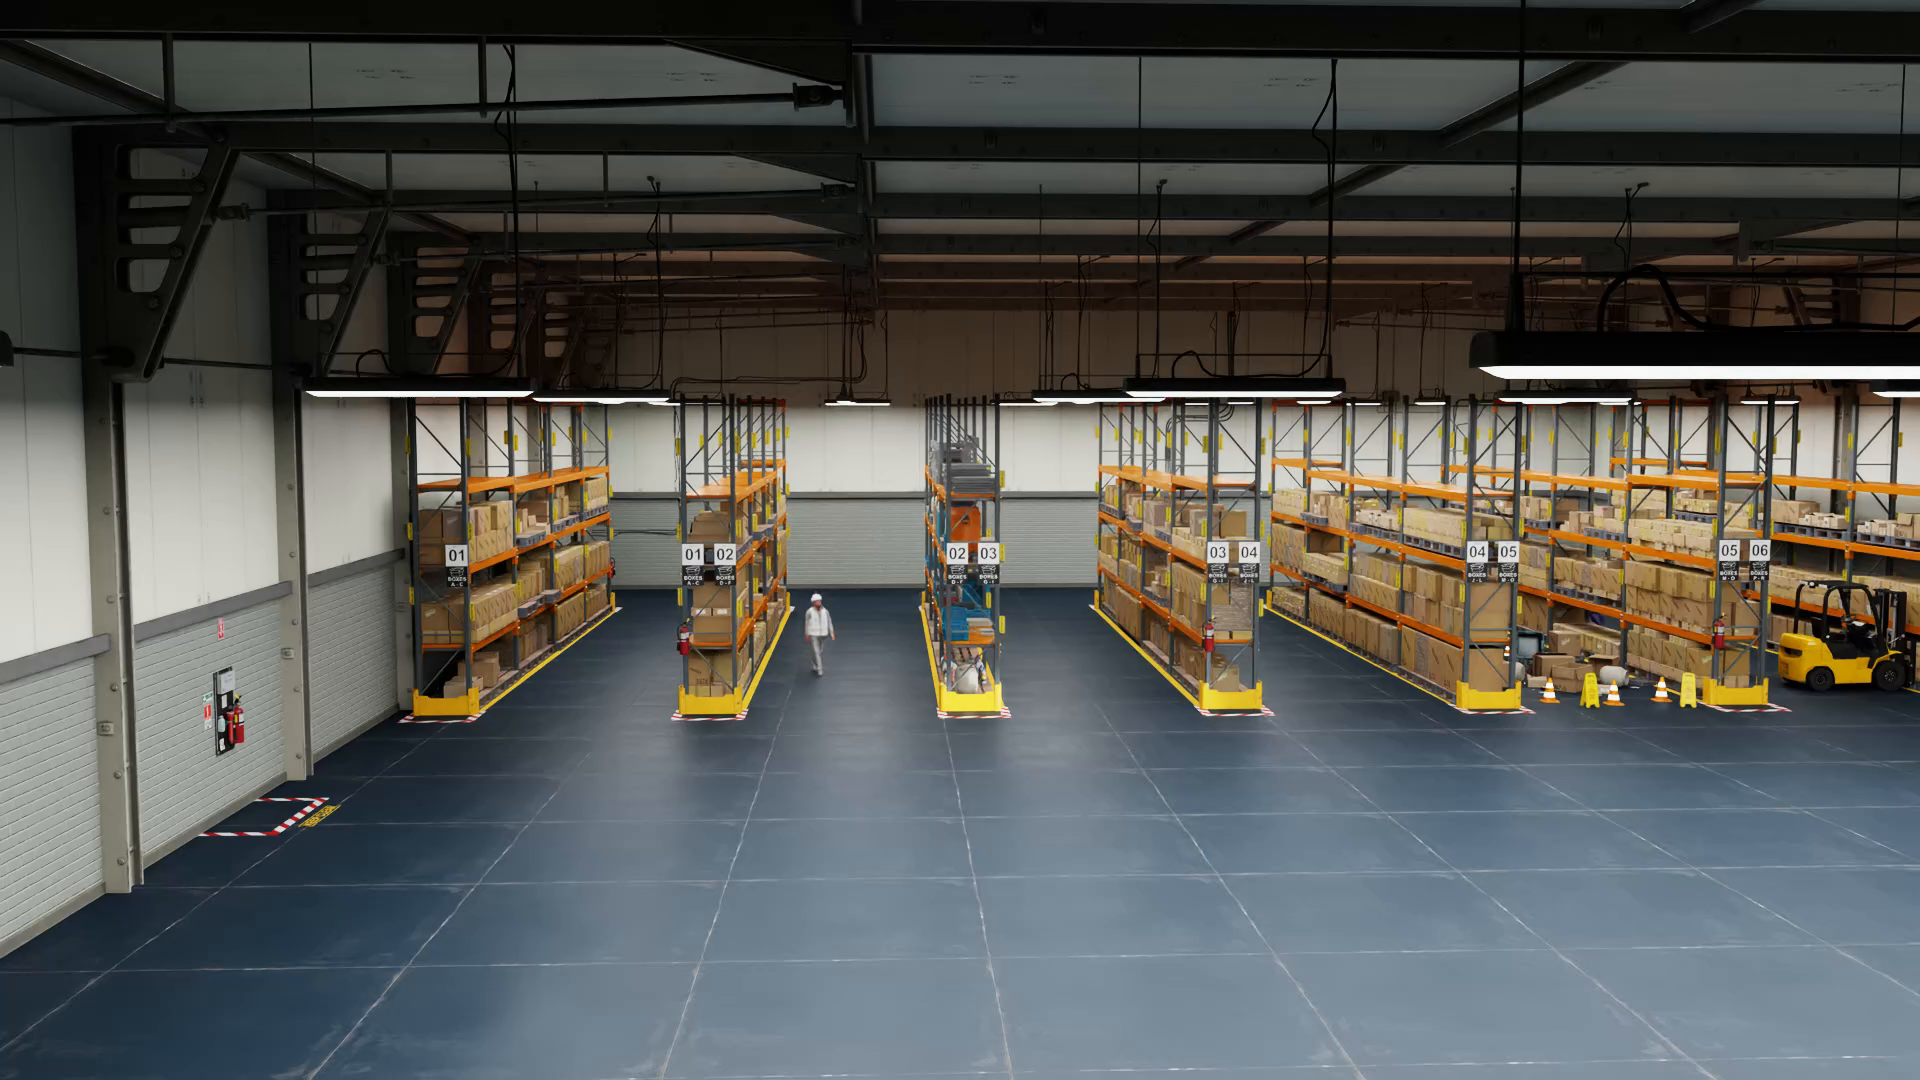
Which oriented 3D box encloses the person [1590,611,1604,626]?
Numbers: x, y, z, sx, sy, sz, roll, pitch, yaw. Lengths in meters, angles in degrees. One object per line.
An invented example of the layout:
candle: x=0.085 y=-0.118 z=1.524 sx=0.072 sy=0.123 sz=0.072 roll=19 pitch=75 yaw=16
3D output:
person: x=16.361 y=1.576 z=42.491 sx=0.541 sy=1.620 sz=0.573 roll=-2 pitch=5 yaw=-19

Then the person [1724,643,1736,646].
person: x=16.870 y=2.082 z=36.237 sx=0.483 sy=1.572 sz=0.585 roll=-2 pitch=5 yaw=-23

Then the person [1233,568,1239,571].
person: x=7.832 y=1.240 z=46.688 sx=0.618 sy=1.600 sz=0.732 roll=1 pitch=5 yaw=7

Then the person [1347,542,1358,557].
person: x=12.237 y=0.843 z=51.705 sx=0.730 sy=1.563 sz=0.415 roll=-1 pitch=5 yaw=-14

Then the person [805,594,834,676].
person: x=-3.015 y=2.026 z=35.743 sx=0.570 sy=1.717 sz=1.061 roll=-2 pitch=5 yaw=-25
